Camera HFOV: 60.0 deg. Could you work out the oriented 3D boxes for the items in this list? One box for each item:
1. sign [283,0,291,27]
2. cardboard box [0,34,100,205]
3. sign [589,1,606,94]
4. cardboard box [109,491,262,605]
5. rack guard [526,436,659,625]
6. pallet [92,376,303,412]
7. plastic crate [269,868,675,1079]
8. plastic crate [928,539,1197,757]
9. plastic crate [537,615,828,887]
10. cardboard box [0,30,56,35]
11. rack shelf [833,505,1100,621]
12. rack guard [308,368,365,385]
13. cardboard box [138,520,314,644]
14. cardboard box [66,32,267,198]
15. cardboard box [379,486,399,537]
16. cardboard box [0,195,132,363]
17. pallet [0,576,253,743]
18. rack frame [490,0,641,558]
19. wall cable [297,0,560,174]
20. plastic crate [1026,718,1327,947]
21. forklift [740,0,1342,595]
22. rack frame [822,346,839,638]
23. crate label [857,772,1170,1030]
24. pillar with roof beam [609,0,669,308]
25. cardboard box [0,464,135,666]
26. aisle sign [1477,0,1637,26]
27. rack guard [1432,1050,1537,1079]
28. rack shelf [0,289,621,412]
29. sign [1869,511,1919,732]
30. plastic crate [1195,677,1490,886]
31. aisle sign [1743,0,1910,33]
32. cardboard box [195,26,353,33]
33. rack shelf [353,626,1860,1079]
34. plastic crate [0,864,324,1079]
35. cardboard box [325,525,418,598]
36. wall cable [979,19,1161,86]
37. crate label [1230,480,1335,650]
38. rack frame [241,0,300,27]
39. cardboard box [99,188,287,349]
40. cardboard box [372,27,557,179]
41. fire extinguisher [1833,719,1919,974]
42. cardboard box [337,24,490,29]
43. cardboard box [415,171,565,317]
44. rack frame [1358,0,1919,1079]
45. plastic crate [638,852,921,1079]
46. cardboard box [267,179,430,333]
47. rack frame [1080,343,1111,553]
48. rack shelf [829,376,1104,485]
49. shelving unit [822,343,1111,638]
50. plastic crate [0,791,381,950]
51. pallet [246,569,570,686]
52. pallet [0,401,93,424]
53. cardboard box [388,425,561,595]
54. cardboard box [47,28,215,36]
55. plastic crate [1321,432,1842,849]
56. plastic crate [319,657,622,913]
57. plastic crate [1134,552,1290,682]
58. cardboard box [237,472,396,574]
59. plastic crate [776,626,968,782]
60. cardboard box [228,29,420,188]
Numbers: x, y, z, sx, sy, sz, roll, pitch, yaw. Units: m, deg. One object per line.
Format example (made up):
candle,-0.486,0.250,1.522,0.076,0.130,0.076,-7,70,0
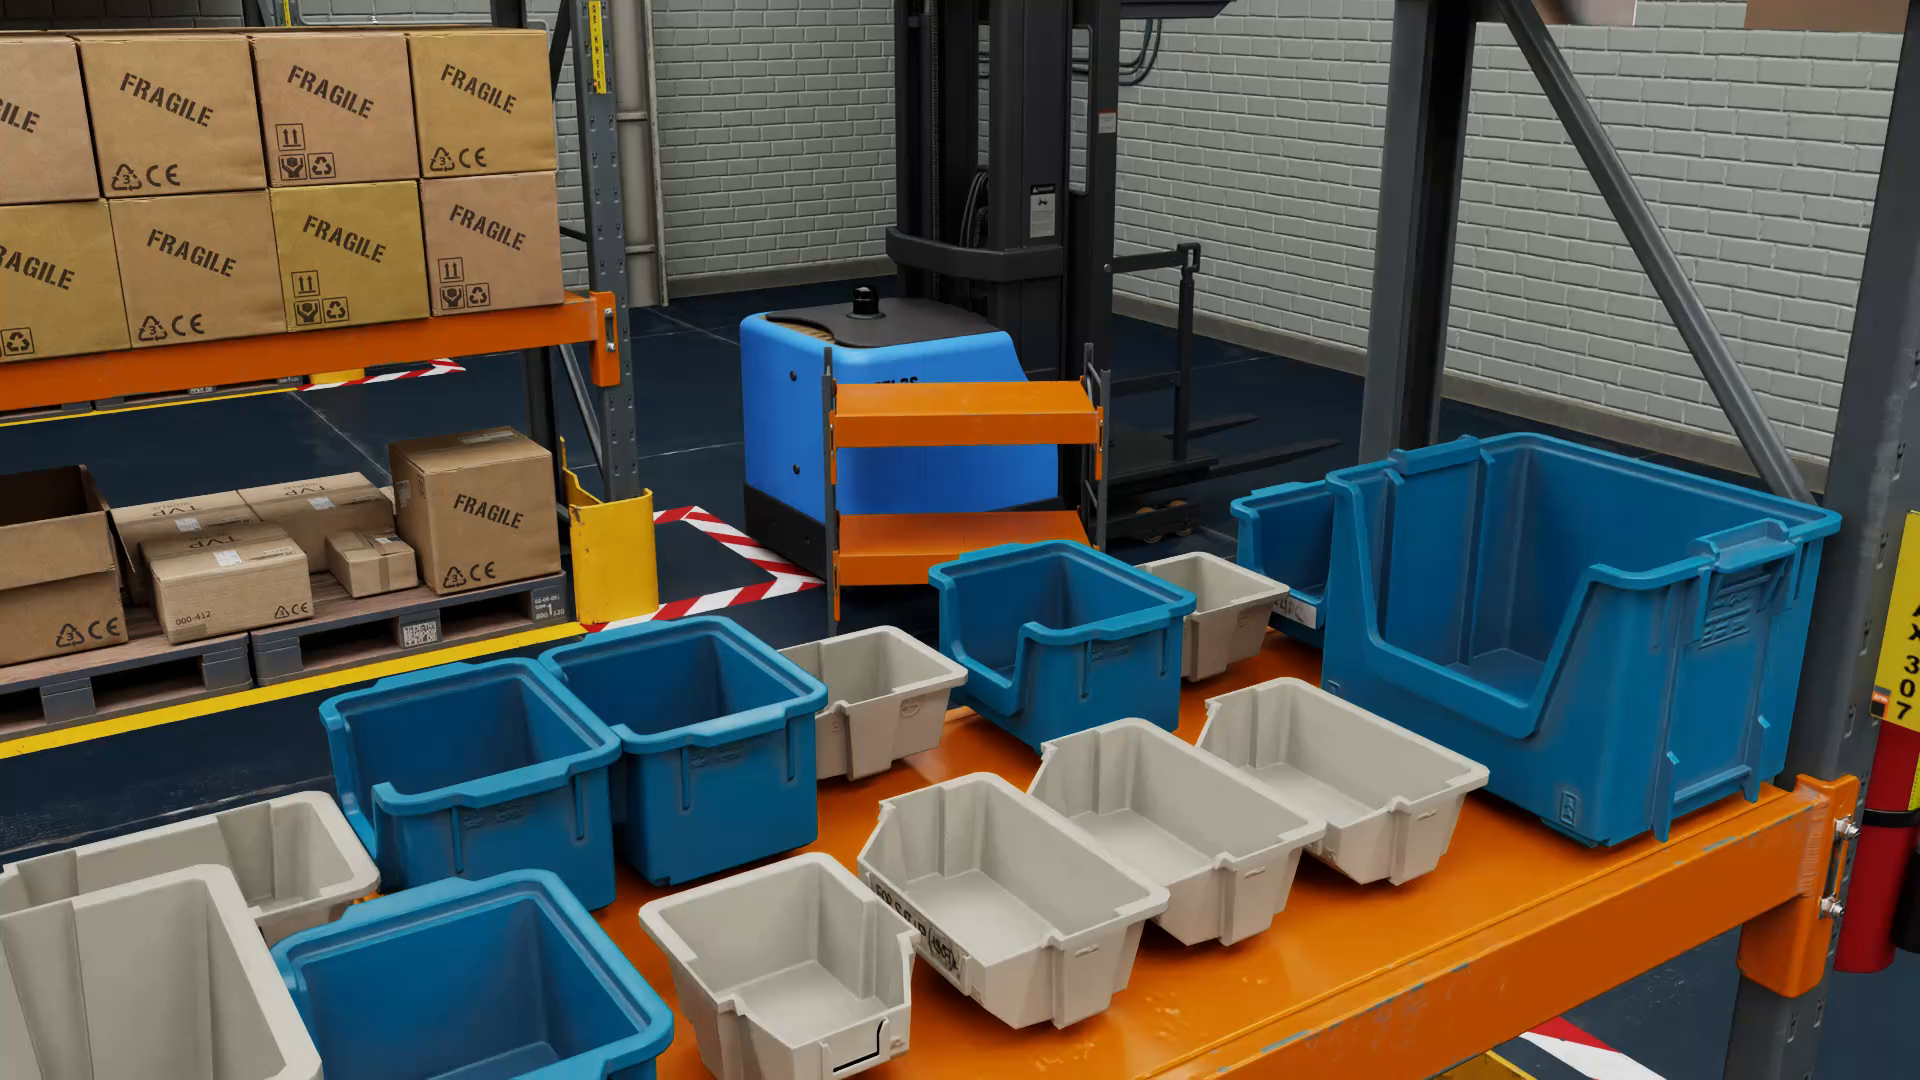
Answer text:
sign,-4.066,-3.106,10.071,0.005,0.325,0.100,-12,22,-31
cardboard box,-3.126,-1.365,5.383,0.500,0.500,0.500,-11,22,-30
sign,-1.337,-1.815,6.128,0.005,0.325,0.100,-12,22,-31
cardboard box,-3.070,0.022,6.604,0.500,0.250,0.500,-12,22,-31
rack guard,-1.688,-0.071,7.174,0.348,0.500,1.175,-12,22,-31
pallet,-4.977,-1.110,10.699,1.213,0.211,1.003,-12,22,-31
plastic crate,-0.478,0.538,1.637,0.300,0.233,0.416,-12,22,-31
plastic crate,0.159,0.179,2.699,0.300,0.233,0.416,-12,22,-31
plastic crate,-0.391,0.295,2.356,0.300,0.233,0.416,-12,22,-31
cardboard box,-3.417,-1.511,5.814,0.500,0.500,0.500,-12,22,-32
rack shelf,0.010,0.083,6.506,1.000,0.278,0.538,-1,19,-3
rack guard,-4.332,-1.413,11.144,0.348,0.500,1.175,-12,22,-31
cardboard box,-2.754,0.147,6.234,0.500,0.250,0.500,-12,22,-31
cardboard box,-2.697,-1.456,5.650,0.500,0.500,0.500,-11,22,-30
cardboard box,-2.373,-0.109,7.120,0.250,0.166,0.380,-12,22,-31
cardboard box,-3.121,-0.897,5.558,0.500,0.500,0.500,-12,22,-32
pallet,-3.372,0.420,6.173,1.213,0.211,1.003,-12,22,-31
rack frame,-1.625,-1.269,6.814,0.127,3.000,1.000,-12,22,-31
wall cable,-3.803,-3.553,11.984,1.851,1.984,0.084,-12,22,-31
plastic crate,0.265,0.393,2.218,0.243,0.136,0.396,-12,22,-31
forklift,0.523,-1.501,7.608,3.031,2.935,1.130,-12,22,-32
rack frame,-0.497,-0.139,6.398,0.032,1.125,0.500,-1,19,-3
crate label,0.045,0.448,2.053,0.243,0.136,0.396,-12,22,-31
pillar with roof beam,-0.206,-4.990,8.455,0.400,9.000,9.100,-12,22,-31
cardboard box,-3.399,0.078,6.042,0.637,0.503,0.797,-12,22,-31
aisle sign,0.993,-1.267,2.749,0.004,0.787,0.394,-12,22,-31
rack guard,1.109,1.233,3.316,0.348,0.500,1.175,-12,22,-31
rack shelf,-3.295,-0.576,5.887,4.000,0.370,1.077,-12,22,-31
sign,1.412,0.124,2.440,0.005,0.325,0.100,-12,22,-31
plastic crate,0.515,0.346,2.357,0.243,0.136,0.396,-12,22,-31
aisle sign,1.317,-1.109,2.282,0.004,0.787,0.394,-12,22,-31
cardboard box,-2.573,-1.688,6.337,0.500,0.500,0.500,-12,22,-31
rack shelf,-0.574,0.750,1.966,4.000,0.370,1.077,-12,22,-31
plastic crate,-0.868,0.570,1.468,0.530,0.282,0.437,-12,22,-31
cardboard box,-2.331,0.074,6.579,0.250,0.166,0.380,-12,22,-31
wall cable,0.568,-4.865,12.932,0.112,2.526,3.097,-12,22,-31
crate label,0.709,0.063,3.042,0.303,0.233,0.416,-12,22,-31
rack frame,-4.353,-2.593,10.731,0.127,3.000,1.000,-12,22,-31
cardboard box,-2.700,-0.986,5.820,0.500,0.500,0.500,-12,22,-31
cardboard box,-1.845,-1.638,6.188,0.500,0.500,0.500,-12,22,-32
fire extinguisher,1.472,0.365,2.684,0.183,0.674,0.296,-12,22,-31
cardboard box,-2.141,-1.782,6.615,0.500,0.500,0.500,-11,22,-30
cardboard box,-1.849,-1.164,6.349,0.500,0.500,0.500,-11,22,-30
rack frame,1.098,0.058,2.890,0.053,2.616,0.949,-12,22,-31
plastic crate,-0.192,0.505,1.884,0.250,0.136,0.298,-12,22,-31
cardboard box,-2.281,-1.072,6.076,0.500,0.500,0.500,-12,22,-31
rack frame,0.518,-0.158,6.456,0.032,1.125,0.500,-1,19,-3
rack shelf,0.010,-0.426,6.334,1.000,0.278,0.538,-1,19,-3
shelving unit,0.010,-0.148,6.427,1.048,1.125,0.538,-1,19,-3
plastic crate,-0.956,0.471,1.986,0.466,0.136,0.293,-12,22,-31
pallet,-2.354,0.207,6.805,1.213,0.211,1.003,-12,22,-31
pallet,-5.995,-0.897,10.067,1.213,0.211,1.003,-12,22,-31
cardboard box,-1.944,-0.131,6.665,0.500,0.500,0.500,-12,22,-31
cardboard box,-2.994,-1.601,6.080,0.500,0.500,0.500,-12,22,-31
plastic crate,0.919,0.121,2.555,0.499,0.435,0.616,-12,22,-31
plastic crate,-0.641,0.348,2.199,0.300,0.233,0.416,-12,22,-31
plastic crate,0.395,0.143,2.955,0.298,0.136,0.250,-12,22,-31
cardboard box,-2.653,-0.066,6.864,0.500,0.250,0.500,-12,22,-31
plastic crate,-0.171,0.263,2.602,0.298,0.136,0.250,-12,22,-31
cardboard box,-2.267,-1.548,5.924,0.500,0.500,0.500,-11,22,-30
